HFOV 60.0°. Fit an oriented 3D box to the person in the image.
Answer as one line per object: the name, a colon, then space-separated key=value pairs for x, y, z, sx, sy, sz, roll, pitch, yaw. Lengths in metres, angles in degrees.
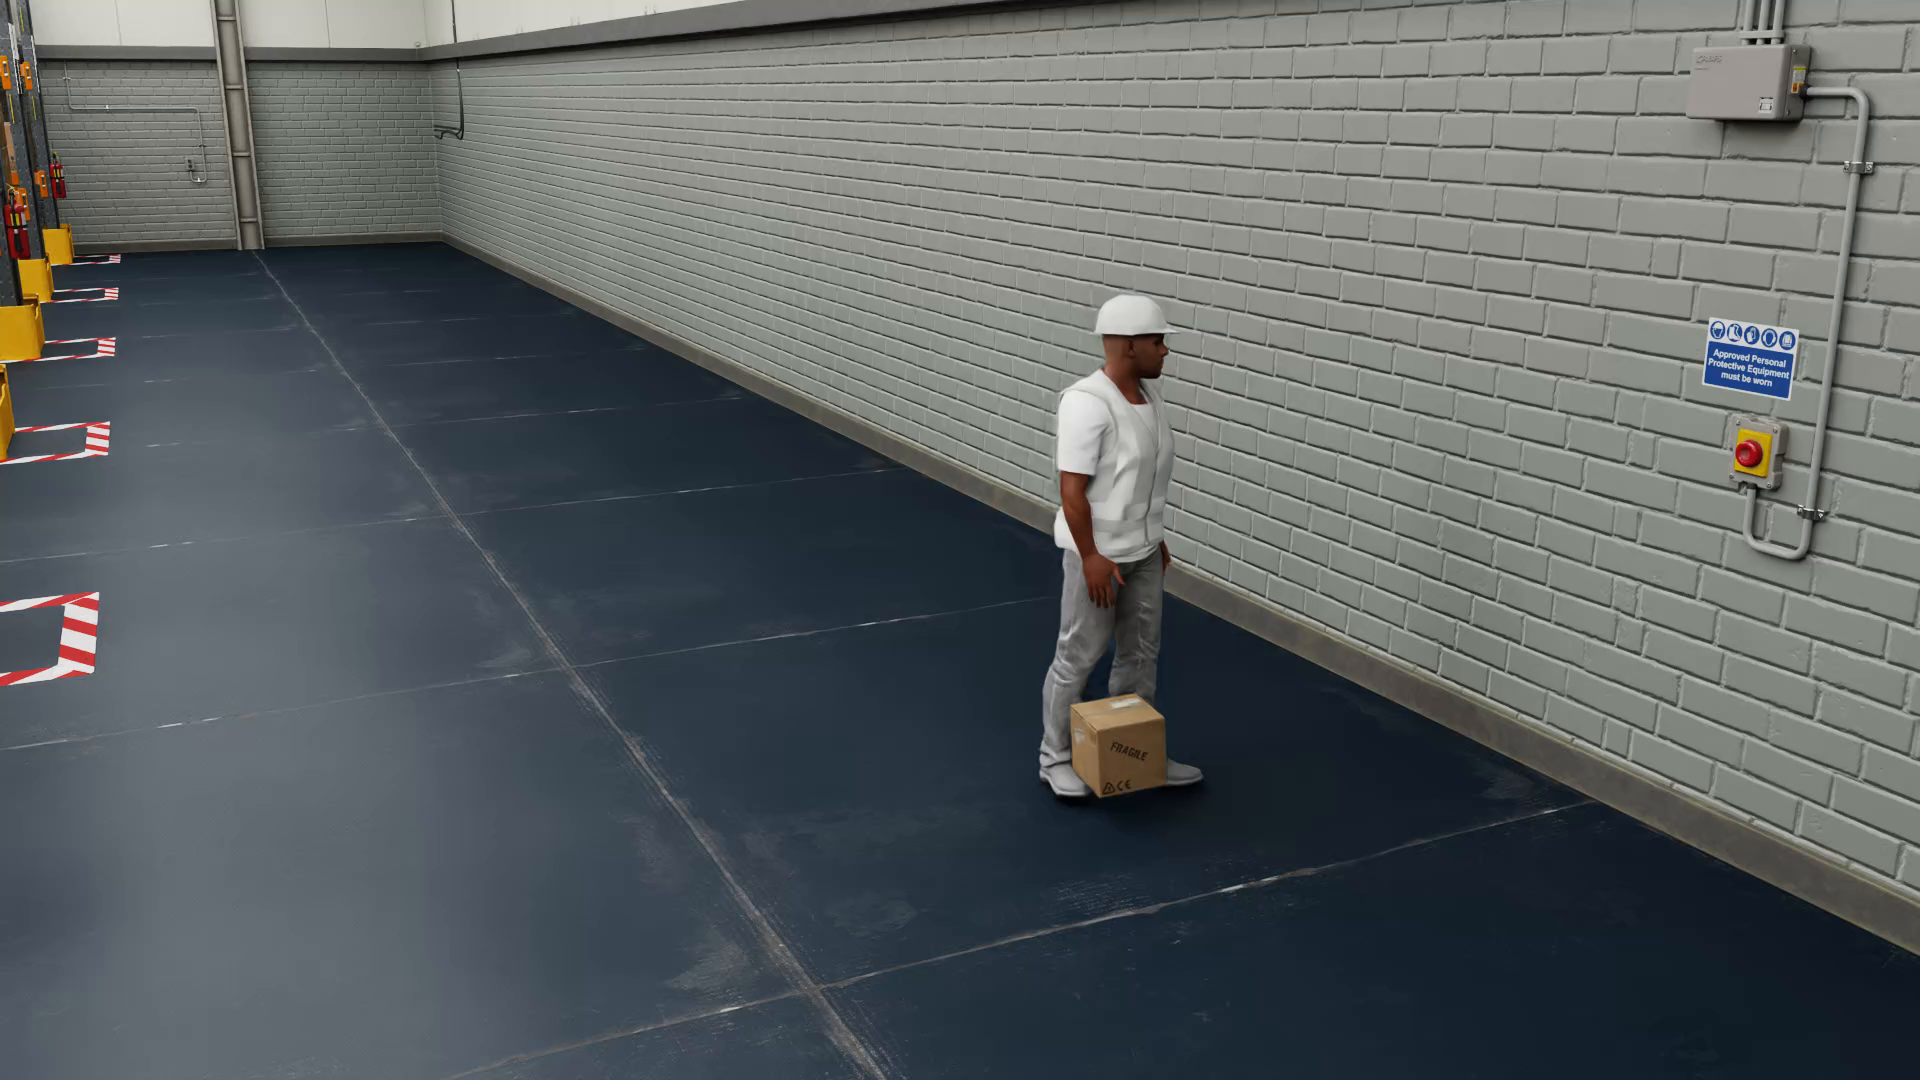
person: x=0.560 y=0.035 z=5.814 sx=0.515 sy=1.772 sz=0.575 roll=12 pitch=19 yaw=37
